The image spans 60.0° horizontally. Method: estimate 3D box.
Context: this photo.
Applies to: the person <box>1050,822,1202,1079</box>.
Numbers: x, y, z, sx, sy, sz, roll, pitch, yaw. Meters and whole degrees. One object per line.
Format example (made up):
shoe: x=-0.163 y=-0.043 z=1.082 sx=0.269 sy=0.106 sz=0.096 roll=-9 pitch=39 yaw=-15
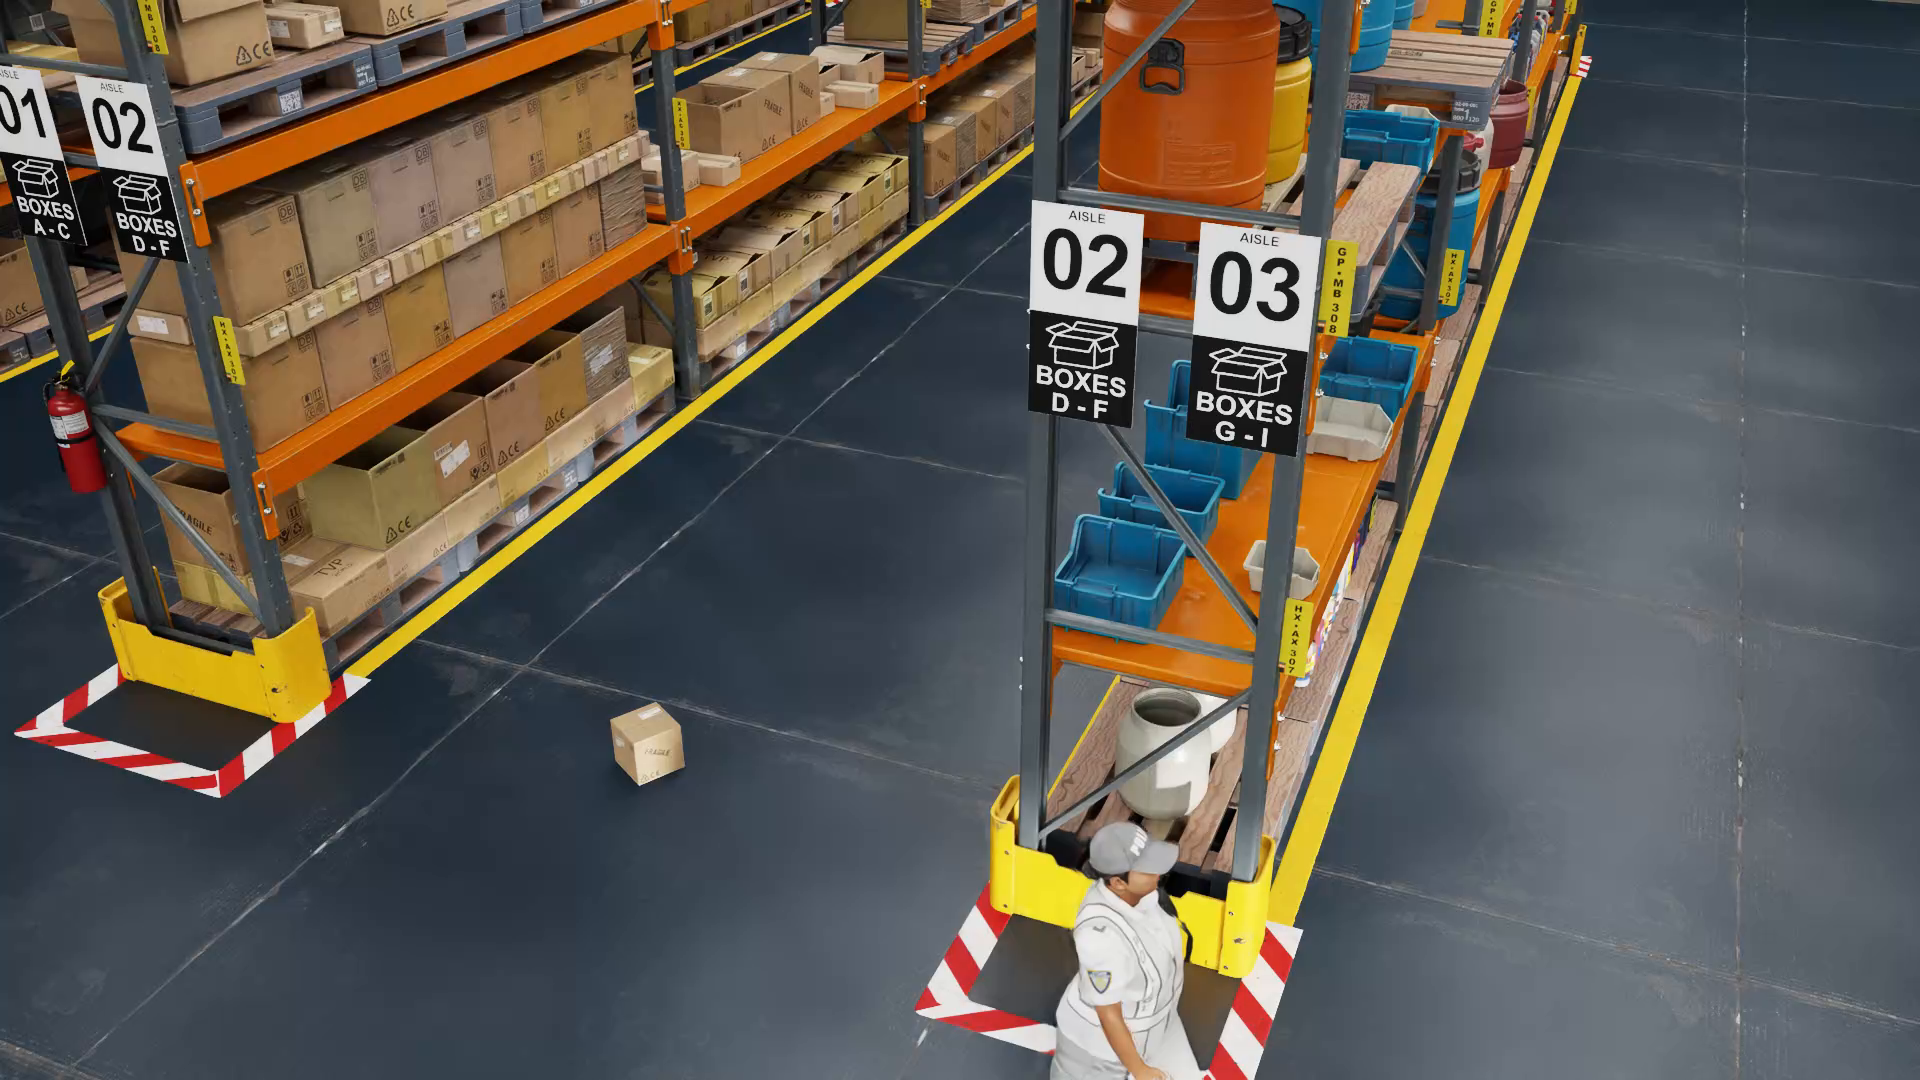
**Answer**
person: x=0.517 y=1.602 z=5.578 sx=0.984 sy=1.614 sz=0.472 roll=15 pitch=33 yaw=25
